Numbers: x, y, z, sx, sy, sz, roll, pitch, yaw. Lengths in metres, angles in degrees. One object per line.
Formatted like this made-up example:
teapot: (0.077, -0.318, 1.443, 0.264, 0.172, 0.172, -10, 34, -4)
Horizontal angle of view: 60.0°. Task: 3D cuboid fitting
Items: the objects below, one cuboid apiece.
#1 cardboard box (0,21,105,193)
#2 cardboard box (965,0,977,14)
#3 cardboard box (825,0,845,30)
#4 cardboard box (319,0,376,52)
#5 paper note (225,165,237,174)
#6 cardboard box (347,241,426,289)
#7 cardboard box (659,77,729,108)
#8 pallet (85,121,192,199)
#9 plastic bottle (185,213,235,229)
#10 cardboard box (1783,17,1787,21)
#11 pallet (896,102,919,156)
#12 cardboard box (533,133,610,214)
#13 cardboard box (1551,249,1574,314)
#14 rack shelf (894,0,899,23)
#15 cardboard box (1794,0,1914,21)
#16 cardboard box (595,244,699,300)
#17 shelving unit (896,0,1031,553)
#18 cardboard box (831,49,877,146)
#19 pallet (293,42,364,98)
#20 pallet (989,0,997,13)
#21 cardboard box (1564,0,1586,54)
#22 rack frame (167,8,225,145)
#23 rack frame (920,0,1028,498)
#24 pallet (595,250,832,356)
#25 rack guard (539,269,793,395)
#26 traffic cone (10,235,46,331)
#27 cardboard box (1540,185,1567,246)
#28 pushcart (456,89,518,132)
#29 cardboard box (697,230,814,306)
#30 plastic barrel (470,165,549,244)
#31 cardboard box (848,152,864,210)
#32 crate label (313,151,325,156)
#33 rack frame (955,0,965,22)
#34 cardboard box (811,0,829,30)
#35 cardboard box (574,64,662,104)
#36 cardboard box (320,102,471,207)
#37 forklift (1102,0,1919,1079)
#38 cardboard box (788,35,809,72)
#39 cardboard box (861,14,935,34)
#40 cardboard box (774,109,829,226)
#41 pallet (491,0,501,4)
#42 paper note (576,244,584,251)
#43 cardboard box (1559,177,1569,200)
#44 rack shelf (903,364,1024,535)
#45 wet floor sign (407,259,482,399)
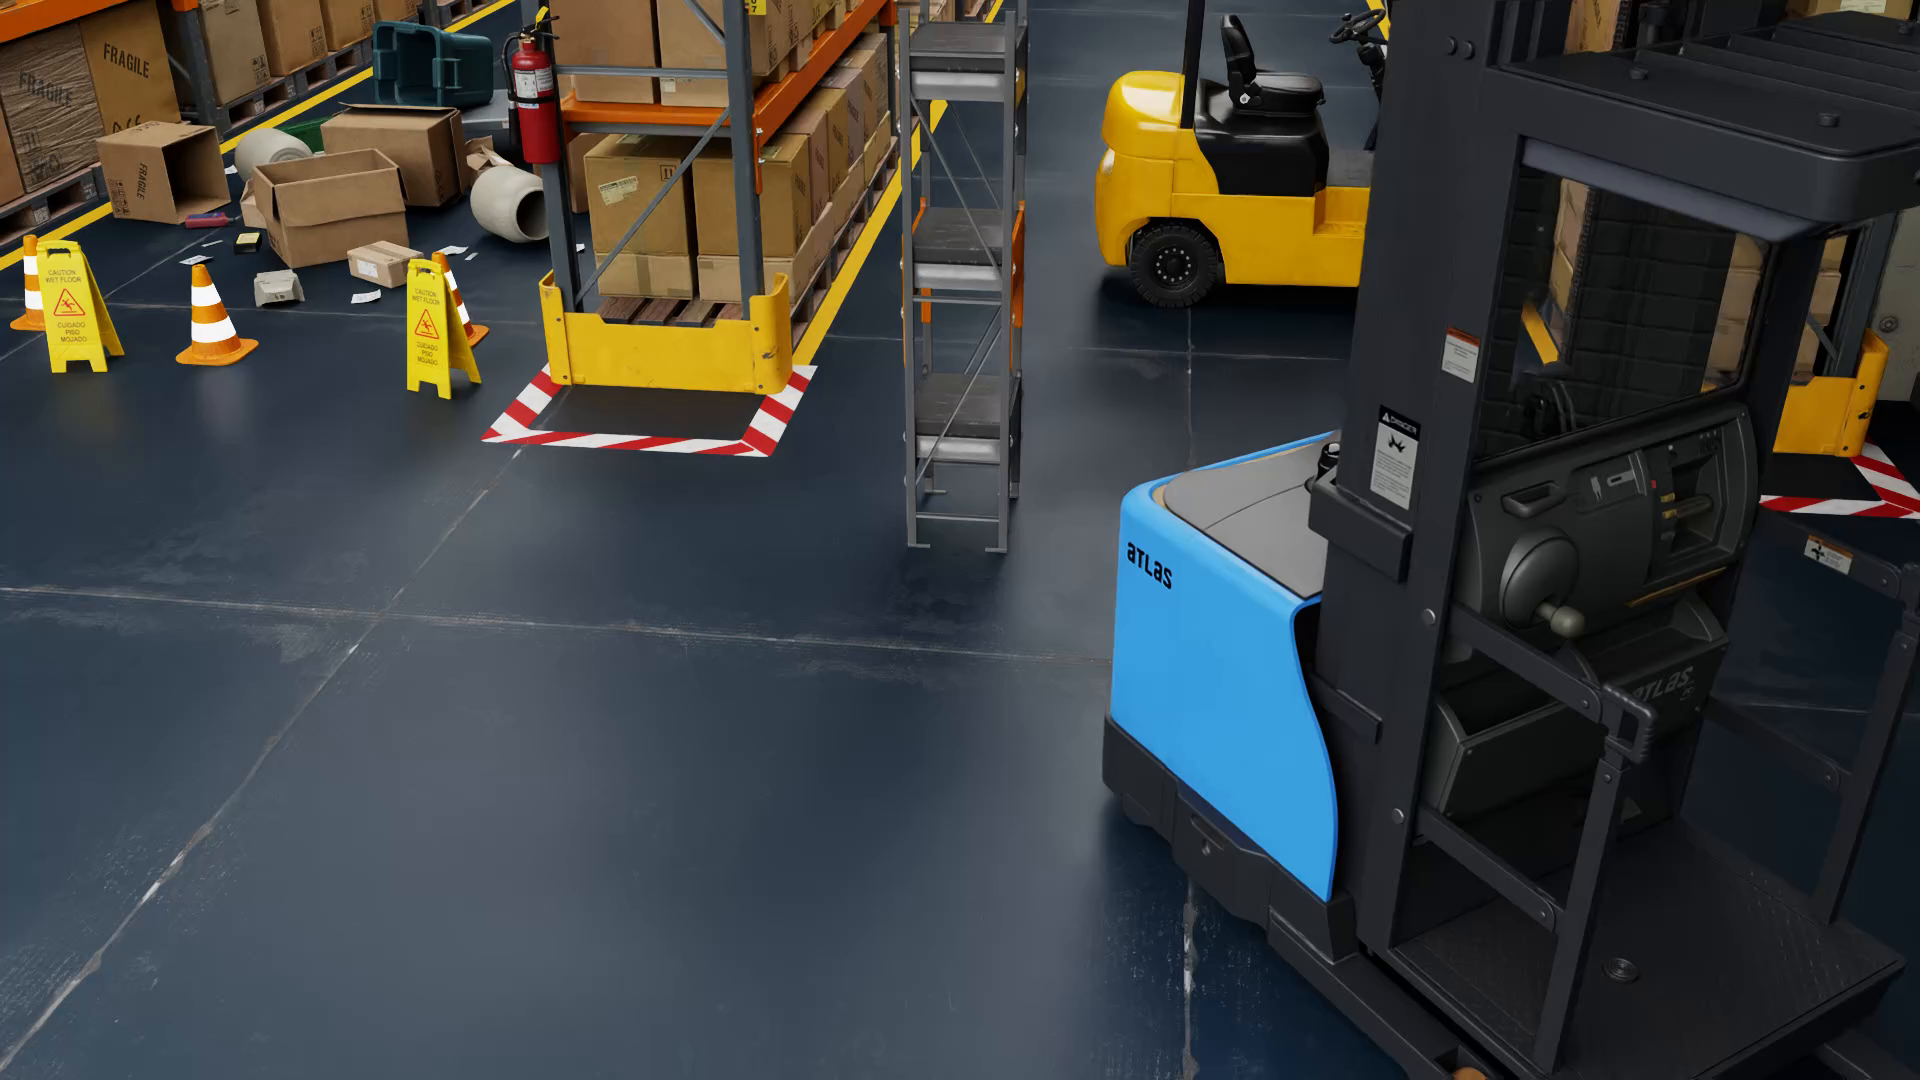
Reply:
cardboard box: (-6.126, -2.756, 10.501, 0.875, 0.875, 0.875, 4, 29, 7)
cardboard box: (-0.290, -5.436, 15.475, 0.875, 0.875, 0.875, 3, 28, 6)
cardboard box: (-0.862, -2.983, 9.390, 0.380, 0.149, 0.250, 4, 29, 7)
cardboard box: (-5.650, -4.608, 14.069, 1.050, 0.750, 0.750, 4, 29, 7)
paper note: (-5.056, -2.547, 11.446, 0.147, 0.020, 0.142, -17, 33, -29)
cardboard box: (-3.282, -1.579, 9.525, 0.380, 0.149, 0.250, 20, 34, 32)
cardboard box: (-1.191, -2.138, 7.820, 0.380, 0.149, 0.250, 3, 29, 6)
pallet: (-6.043, -2.642, 11.432, 1.003, 0.211, 1.213, 3, 28, 6)
plastic bottle: (-4.681, -2.000, 10.397, 0.283, 0.061, 0.133, -6, 29, -11)
cardboard box: (3.289, -2.105, 7.389, 0.500, 0.500, 0.500, 3, 28, 5)
pallet: (-0.854, -3.122, 12.323, 1.003, 0.211, 1.213, 3, 28, 6)
cardboard box: (-2.429, -2.459, 10.784, 0.500, 0.500, 0.500, -24, 36, -37)
cardboard box: (3.304, -1.261, 8.385, 0.500, 0.250, 0.500, 3, 28, 6)
rack shelf: (-0.702, -4.608, 12.899, 1.077, 0.370, 4.000, 3, 28, 6)
cardboard box: (3.788, -2.288, 7.045, 0.380, 0.149, 0.250, 3, 28, 5)
cardboard box: (-1.603, -1.482, 8.795, 0.500, 0.250, 0.500, 3, 28, 6)
shelving unit: (0.020, -1.002, 6.397, 0.431, 2.100, 0.503, 3, 28, 6)
cardboard box: (-0.814, -2.754, 10.365, 0.500, 0.500, 0.500, 4, 29, 7)
pallet: (-5.706, -3.939, 13.839, 1.003, 0.211, 1.213, 3, 28, 6)
pallet: (-0.134, -5.578, 16.881, 1.003, 0.211, 1.213, 3, 28, 6)
cardboard box: (3.475, -2.827, 8.729, 0.500, 0.500, 0.500, 4, 29, 7)
rack frame: (-5.873, -4.223, 11.427, 1.000, 3.000, 0.127, 3, 28, 6)
rack frame: (0.050, -1.117, 6.610, 0.400, 2.100, 0.015, 3, 28, 6)
pallet: (-1.294, -1.289, 8.920, 1.003, 0.211, 1.213, 3, 28, 6)
rack guard: (-1.428, -1.036, 8.145, 1.175, 0.500, 0.348, 3, 28, 6)
traffic cone: (-4.888, -1.391, 8.844, 0.336, 0.463, 0.334, 3, 28, 6)
cardboard box: (3.353, -1.735, 8.737, 0.500, 0.250, 0.500, 3, 28, 5)
pushcart: (-3.216, -2.938, 11.805, 1.648, 0.377, 0.936, -6, 29, -11)
cardboard box: (-1.064, -1.438, 8.714, 0.500, 0.250, 0.500, 3, 28, 6)
plastic barrel: (-2.687, -2.026, 10.065, 0.421, 0.421, 0.512, -24, 36, -37)
cardboard box: (-0.875, -2.173, 10.078, 0.500, 0.250, 0.500, 4, 29, 7)
crate label: (-4.364, -2.555, 11.349, 0.298, 0.136, 0.250, -17, 33, -29)
rack frame: (-0.457, -5.866, 14.476, 1.000, 3.000, 0.127, 3, 28, 6)
cardboard box: (-0.983, -2.966, 8.674, 0.500, 0.500, 0.500, 3, 28, 5)
cardboard box: (-1.604, -2.178, 7.896, 0.380, 0.149, 0.250, 4, 29, 8)
cardboard box: (-3.629, -2.476, 10.672, 0.797, 0.637, 0.503, 3, 28, 6)
forklift: (1.624, -0.007, 3.673, 1.130, 2.935, 3.031, -16, 32, -26)
cardboard box: (-0.984, -2.494, 8.482, 0.380, 0.149, 0.250, 4, 29, 7)
cardboard box: (-0.717, -3.924, 13.200, 0.950, 0.372, 0.625, 4, 29, 8)
cardboard box: (-1.002, -2.026, 9.014, 0.500, 0.500, 0.500, 2, 28, 4)
pallet: (-5.133, -5.819, 17.329, 1.003, 0.211, 1.213, 3, 28, 6)
paper note: (-2.330, -1.759, 9.982, 0.142, 0.019, 0.148, -6, 29, -11)
cardboard box: (3.345, -1.942, 8.594, 0.500, 0.250, 0.500, 4, 29, 7)
rack shelf: (0.020, -0.374, 6.735, 0.431, 0.518, 0.480, 3, 28, 6)
wet floor sign: (-2.523, -1.037, 7.994, 0.267, 0.644, 0.232, 14, 31, 24)
